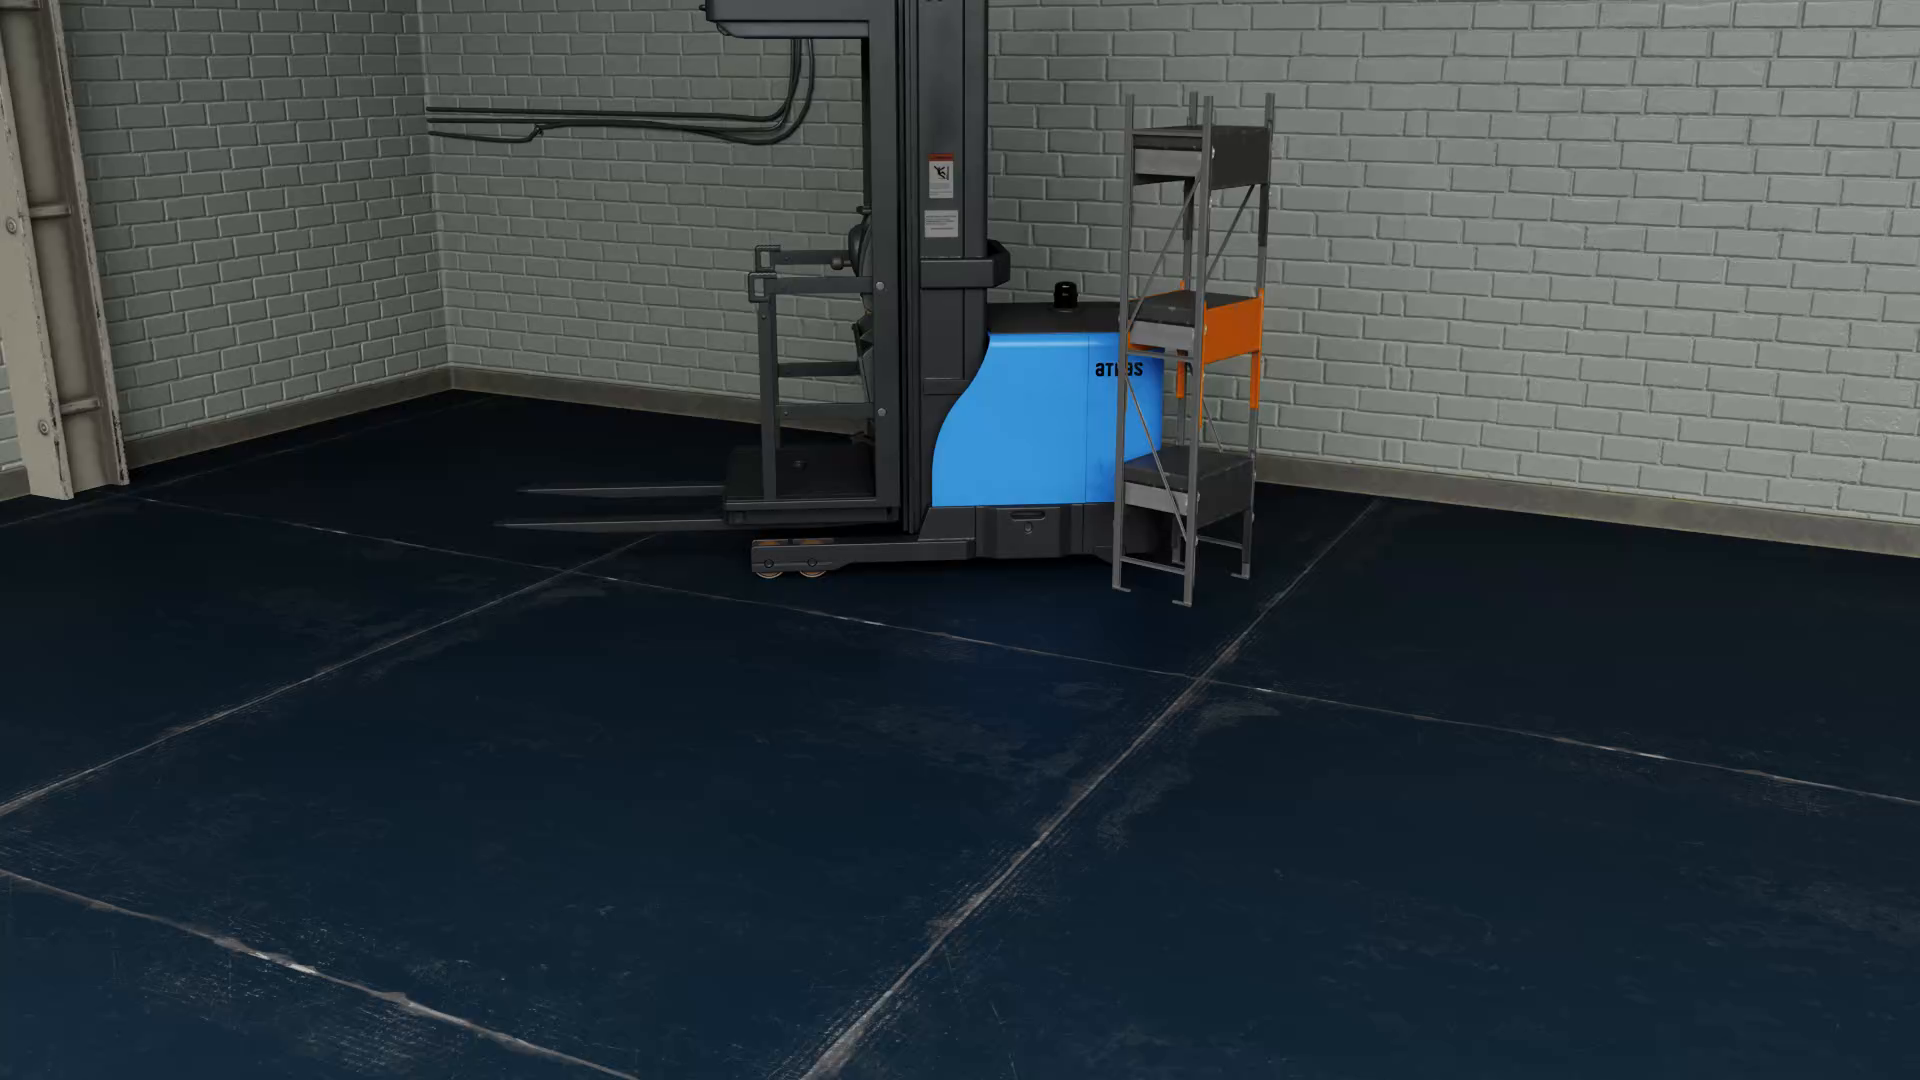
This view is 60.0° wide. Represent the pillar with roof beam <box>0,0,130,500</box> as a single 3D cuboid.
[{"bbox_3d":[-0.896,-4.046,5.841,9.100,9.000,0.400,8,18,25],"label":"pillar with roof beam"}]

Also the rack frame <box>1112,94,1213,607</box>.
[{"bbox_3d":[0.828,-0.759,6.891,0.400,2.100,0.015,13,21,37],"label":"rack frame"}]

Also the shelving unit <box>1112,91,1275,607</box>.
[{"bbox_3d":[0.982,-0.813,7.072,0.431,2.100,0.503,13,21,37],"label":"shelving unit"}]

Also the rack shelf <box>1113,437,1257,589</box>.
[{"bbox_3d":[0.982,-0.128,7.276,0.431,0.518,0.480,13,21,37],"label":"rack shelf"}]

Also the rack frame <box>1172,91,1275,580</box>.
[{"bbox_3d":[1.136,-0.866,7.254,0.400,2.100,0.015,13,21,37],"label":"rack frame"}]

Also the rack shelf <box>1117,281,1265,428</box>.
[{"bbox_3d":[0.982,-0.800,7.076,0.431,0.518,0.480,13,21,37],"label":"rack shelf"}]

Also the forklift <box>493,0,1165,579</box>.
[{"bbox_3d":[-0.620,-1.390,7.555,3.031,2.935,1.130,-1,17,-5],"label":"forklift"}]

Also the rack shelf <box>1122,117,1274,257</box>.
[{"bbox_3d":[0.982,-1.471,6.877,0.431,0.518,0.480,13,21,37],"label":"rack shelf"}]

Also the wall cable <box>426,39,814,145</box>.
[{"bbox_3d":[-2.248,-3.687,10.087,3.097,2.526,0.112,8,18,25],"label":"wall cable"}]
